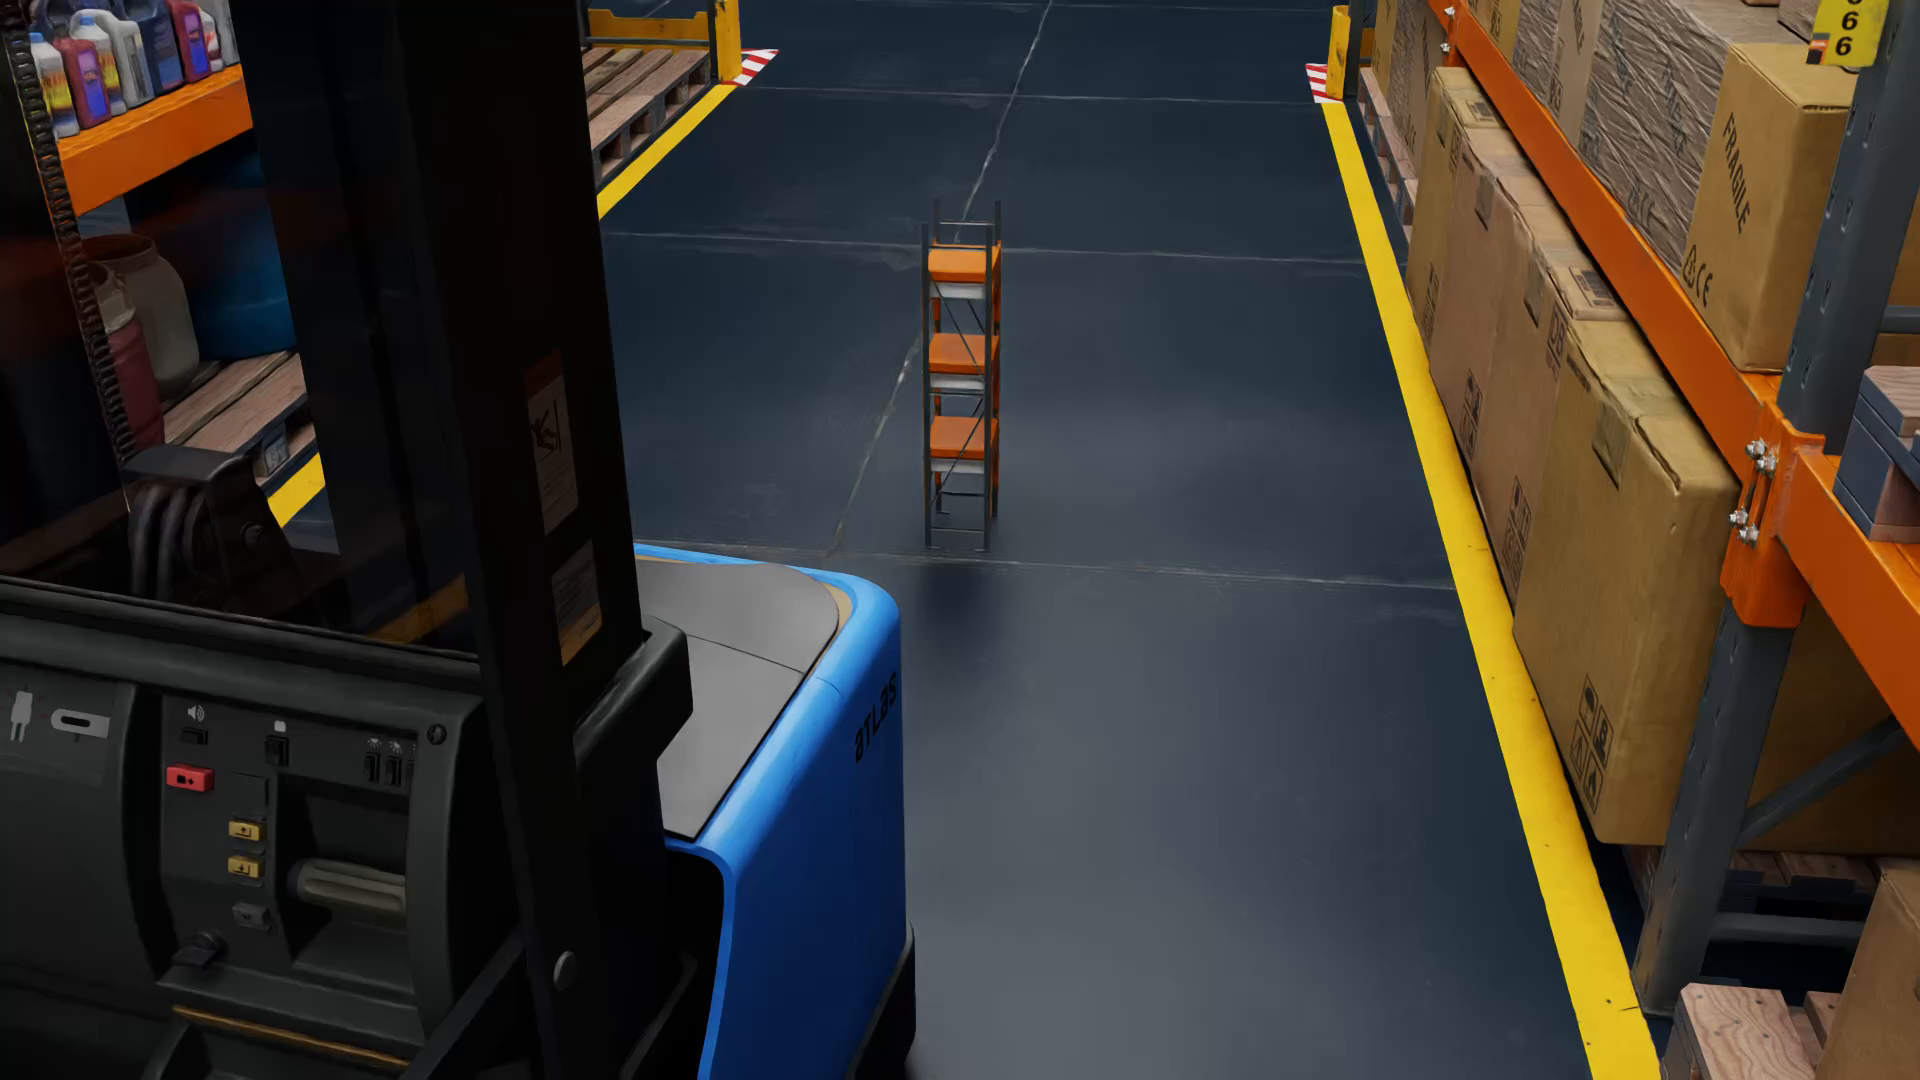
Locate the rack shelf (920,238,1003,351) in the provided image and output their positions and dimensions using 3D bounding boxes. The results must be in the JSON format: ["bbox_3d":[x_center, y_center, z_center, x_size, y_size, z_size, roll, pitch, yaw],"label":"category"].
[{"bbox_3d":[0.007,-0.728,4.918,0.215,0.259,0.240,3,28,6],"label":"rack shelf"}]

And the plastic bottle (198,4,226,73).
[{"bbox_3d":[-2.381,-1.578,5.225,0.097,0.201,0.097,0,28,0],"label":"plastic bottle"}]

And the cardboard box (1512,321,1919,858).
[{"bbox_3d":[2.016,0.090,3.717,1.225,0.875,0.875,2,28,4],"label":"cardboard box"}]

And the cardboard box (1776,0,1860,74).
[{"bbox_3d":[2.016,-1.165,3.088,0.797,0.503,0.637,4,29,8],"label":"cardboard box"}]

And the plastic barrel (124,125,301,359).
[{"bbox_3d":[-2.685,-1.180,6.047,0.600,0.901,0.708,3,28,6],"label":"plastic barrel"}]

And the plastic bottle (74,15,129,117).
[{"bbox_3d":[-2.448,-1.349,4.728,0.097,0.271,0.097,0,28,0],"label":"plastic bottle"}]

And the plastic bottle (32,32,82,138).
[{"bbox_3d":[-2.477,-1.241,4.526,0.097,0.271,0.097,0,28,0],"label":"plastic bottle"}]

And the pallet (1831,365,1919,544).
[{"bbox_3d":[1.929,0.089,2.124,1.213,0.211,1.003,3,28,6],"label":"pallet"}]

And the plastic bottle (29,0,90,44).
[{"bbox_3d":[-2.605,-1.461,4.851,0.144,0.351,0.185,3,28,6],"label":"plastic bottle"}]

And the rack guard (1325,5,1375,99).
[{"bbox_3d":[2.894,-3.013,10.316,1.175,0.500,0.348,3,28,6],"label":"rack guard"}]

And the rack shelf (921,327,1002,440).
[{"bbox_3d":[0.007,-0.478,5.053,0.215,0.259,0.240,3,28,6],"label":"rack shelf"}]

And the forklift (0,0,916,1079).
[{"bbox_3d":[-0.987,0.329,1.549,1.130,2.935,3.031,8,29,14],"label":"forklift"}]

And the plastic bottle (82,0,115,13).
[{"bbox_3d":[-2.912,-1.812,5.582,0.152,0.276,0.135,3,28,6],"label":"plastic bottle"}]

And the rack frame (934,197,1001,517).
[{"bbox_3d":[0.022,-0.545,5.154,0.200,1.050,0.008,3,28,6],"label":"rack frame"}]

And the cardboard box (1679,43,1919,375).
[{"bbox_3d":[1.725,-0.627,3.146,0.500,0.500,0.500,4,29,8],"label":"cardboard box"}]

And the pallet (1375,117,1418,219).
[{"bbox_3d":[2.718,-1.921,8.593,1.003,0.211,1.213,3,28,6],"label":"pallet"}]

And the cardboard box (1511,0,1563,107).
[{"bbox_3d":[1.974,-1.589,4.932,0.500,0.500,0.500,3,28,5],"label":"cardboard box"}]

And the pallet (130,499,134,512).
[{"bbox_3d":[-2.950,0.230,4.601,1.003,0.211,1.213,3,28,6],"label":"pallet"}]

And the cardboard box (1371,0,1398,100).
[{"bbox_3d":[2.892,-3.046,9.539,0.875,0.875,0.875,3,28,6],"label":"cardboard box"}]

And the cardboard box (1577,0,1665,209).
[{"bbox_3d":[1.852,-1.106,4.035,0.500,0.500,0.500,2,28,5],"label":"cardboard box"}]

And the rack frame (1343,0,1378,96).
[{"bbox_3d":[2.891,-4.102,9.702,1.000,3.000,0.127,3,28,6],"label":"rack frame"}]

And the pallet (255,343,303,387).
[{"bbox_3d":[-2.651,-0.919,6.733,1.003,0.211,1.213,3,28,6],"label":"pallet"}]

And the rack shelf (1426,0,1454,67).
[{"bbox_3d":[2.646,-2.844,8.125,1.077,0.370,4.000,3,28,6],"label":"rack shelf"}]

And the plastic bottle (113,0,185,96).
[{"bbox_3d":[-2.438,-1.515,4.952,0.144,0.351,0.185,3,28,6],"label":"plastic bottle"}]

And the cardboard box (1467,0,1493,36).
[{"bbox_3d":[2.096,-2.062,5.808,0.500,0.500,0.500,3,29,6],"label":"cardboard box"}]

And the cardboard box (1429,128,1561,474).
[{"bbox_3d":[2.233,-0.746,5.269,1.225,0.875,0.875,2,28,4],"label":"cardboard box"}]

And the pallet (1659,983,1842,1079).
[{"bbox_3d":[1.813,1.259,2.691,1.003,0.211,1.213,3,28,6],"label":"pallet"}]

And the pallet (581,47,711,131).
[{"bbox_3d":[-2.164,-2.777,10.181,1.003,0.211,1.213,3,28,6],"label":"pallet"}]

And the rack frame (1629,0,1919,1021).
[{"bbox_3d":[1.910,-0.337,2.712,1.000,3.000,0.127,3,28,6],"label":"rack frame"}]

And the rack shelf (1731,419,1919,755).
[{"bbox_3d":[1.665,0.922,1.135,1.077,0.370,4.000,3,28,6],"label":"rack shelf"}]

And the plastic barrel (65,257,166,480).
[{"bbox_3d":[-2.824,-0.511,5.135,0.600,0.588,0.708,3,28,6],"label":"plastic barrel"}]

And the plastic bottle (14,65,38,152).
[{"bbox_3d":[-2.485,-1.145,4.335,0.061,0.283,0.133,3,28,6],"label":"plastic bottle"}]

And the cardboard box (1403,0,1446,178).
[{"bbox_3d":[2.671,-2.199,7.966,0.875,0.875,0.875,3,28,6],"label":"cardboard box"}]

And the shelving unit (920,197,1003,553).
[{"bbox_3d":[0.007,-0.487,5.048,0.215,1.050,0.252,3,28,6],"label":"shelving unit"}]
